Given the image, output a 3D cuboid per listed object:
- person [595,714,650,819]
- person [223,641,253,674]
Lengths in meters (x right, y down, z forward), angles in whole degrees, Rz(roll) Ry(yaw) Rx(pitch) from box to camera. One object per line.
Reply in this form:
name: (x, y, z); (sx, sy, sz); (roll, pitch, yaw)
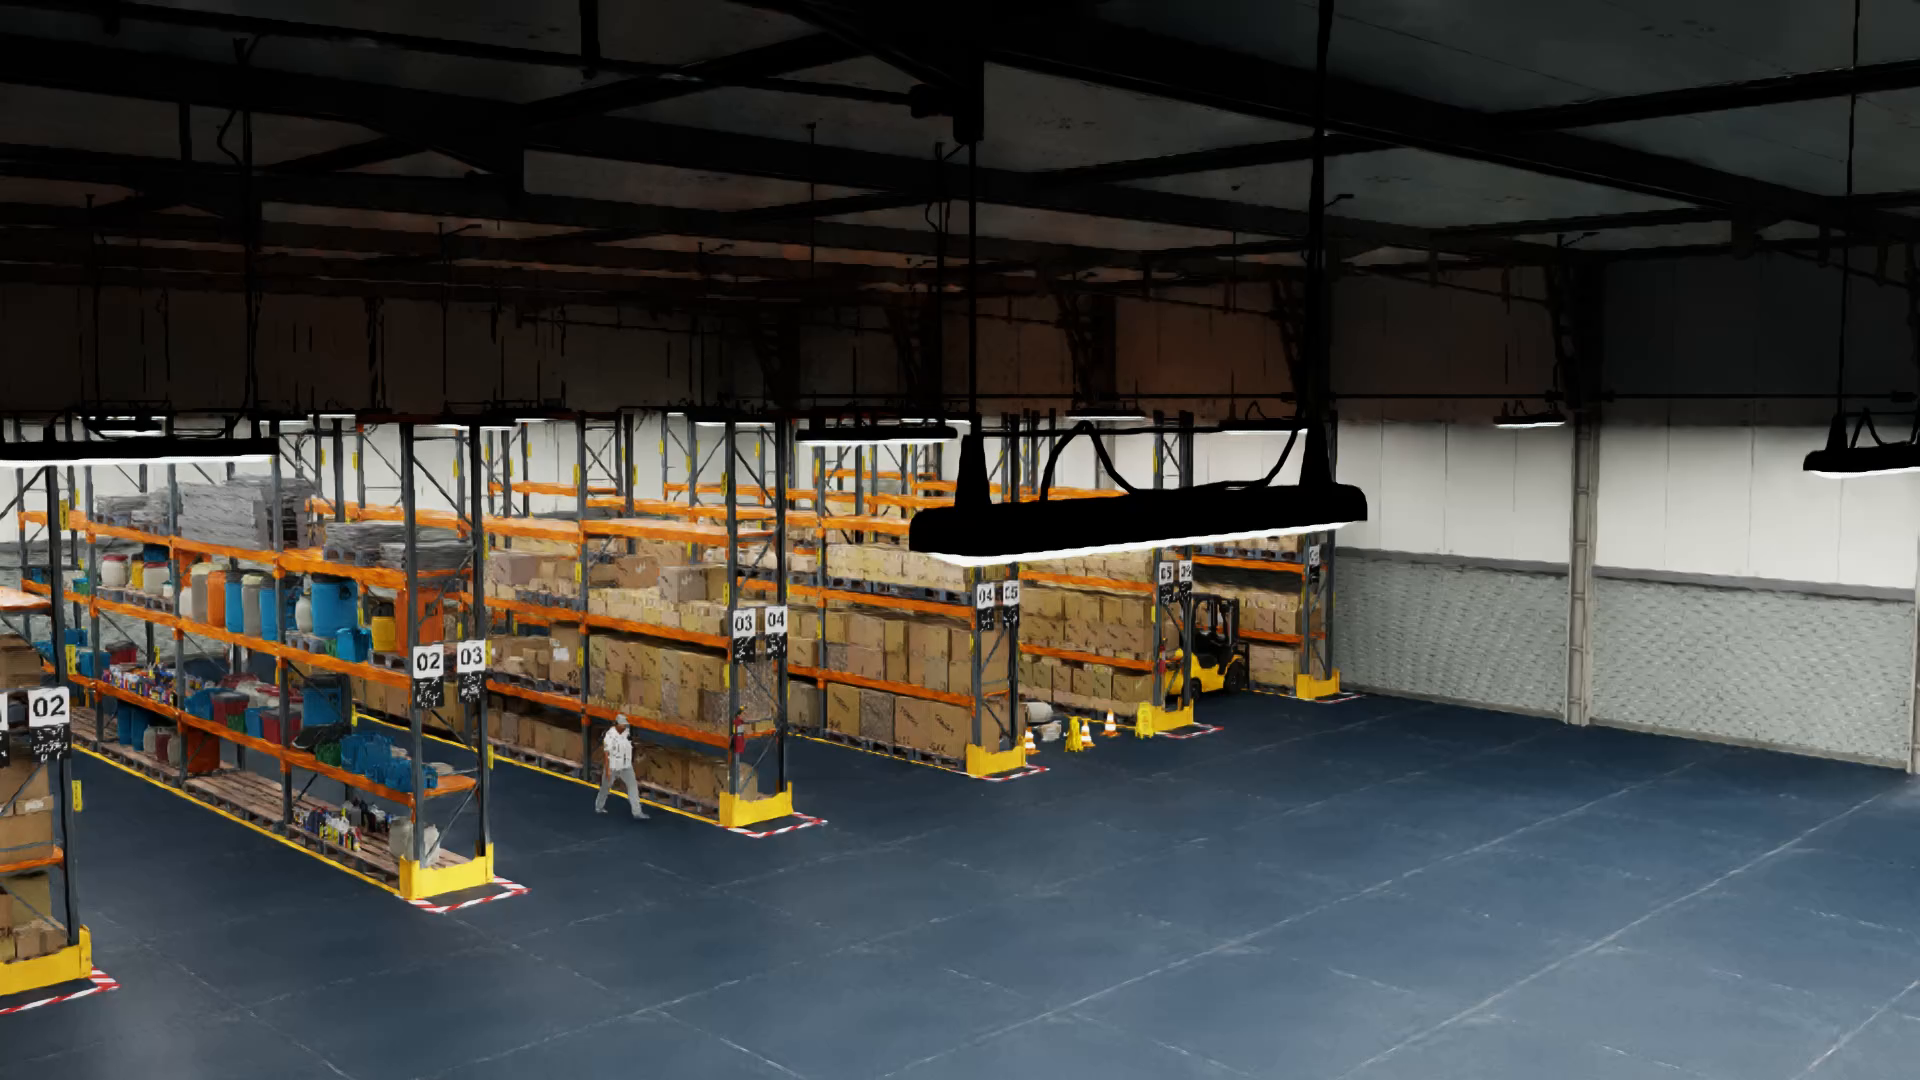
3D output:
person: (-5.105, 3.371, 24.867); (0.497, 1.578, 1.090); (-4, 7, -42)
person: (-15.079, 2.518, 34.733); (0.532, 1.618, 0.592); (5, 7, 43)
